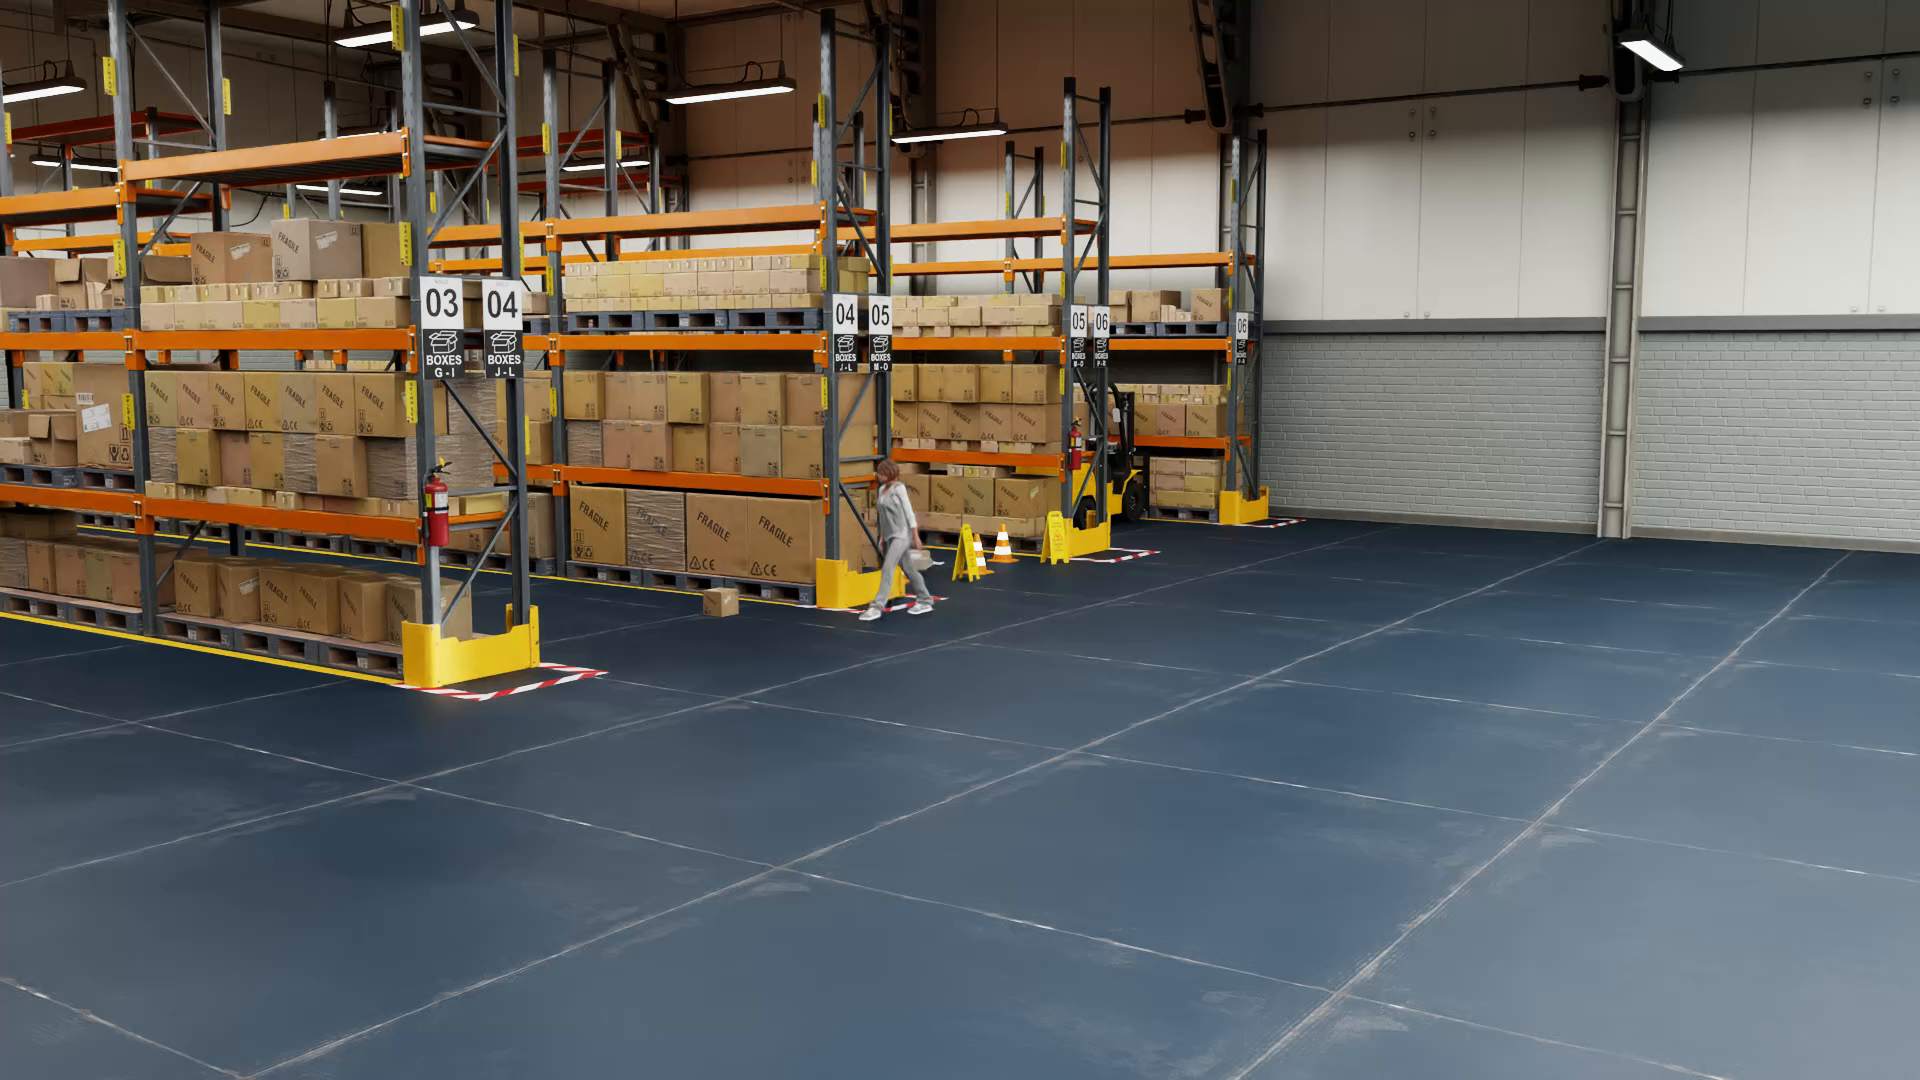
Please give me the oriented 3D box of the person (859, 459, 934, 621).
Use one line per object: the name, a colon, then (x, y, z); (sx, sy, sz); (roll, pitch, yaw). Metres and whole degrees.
person: (-0.654, -0.020, 16.310); (0.870, 1.545, 0.469); (-3, 7, -26)
